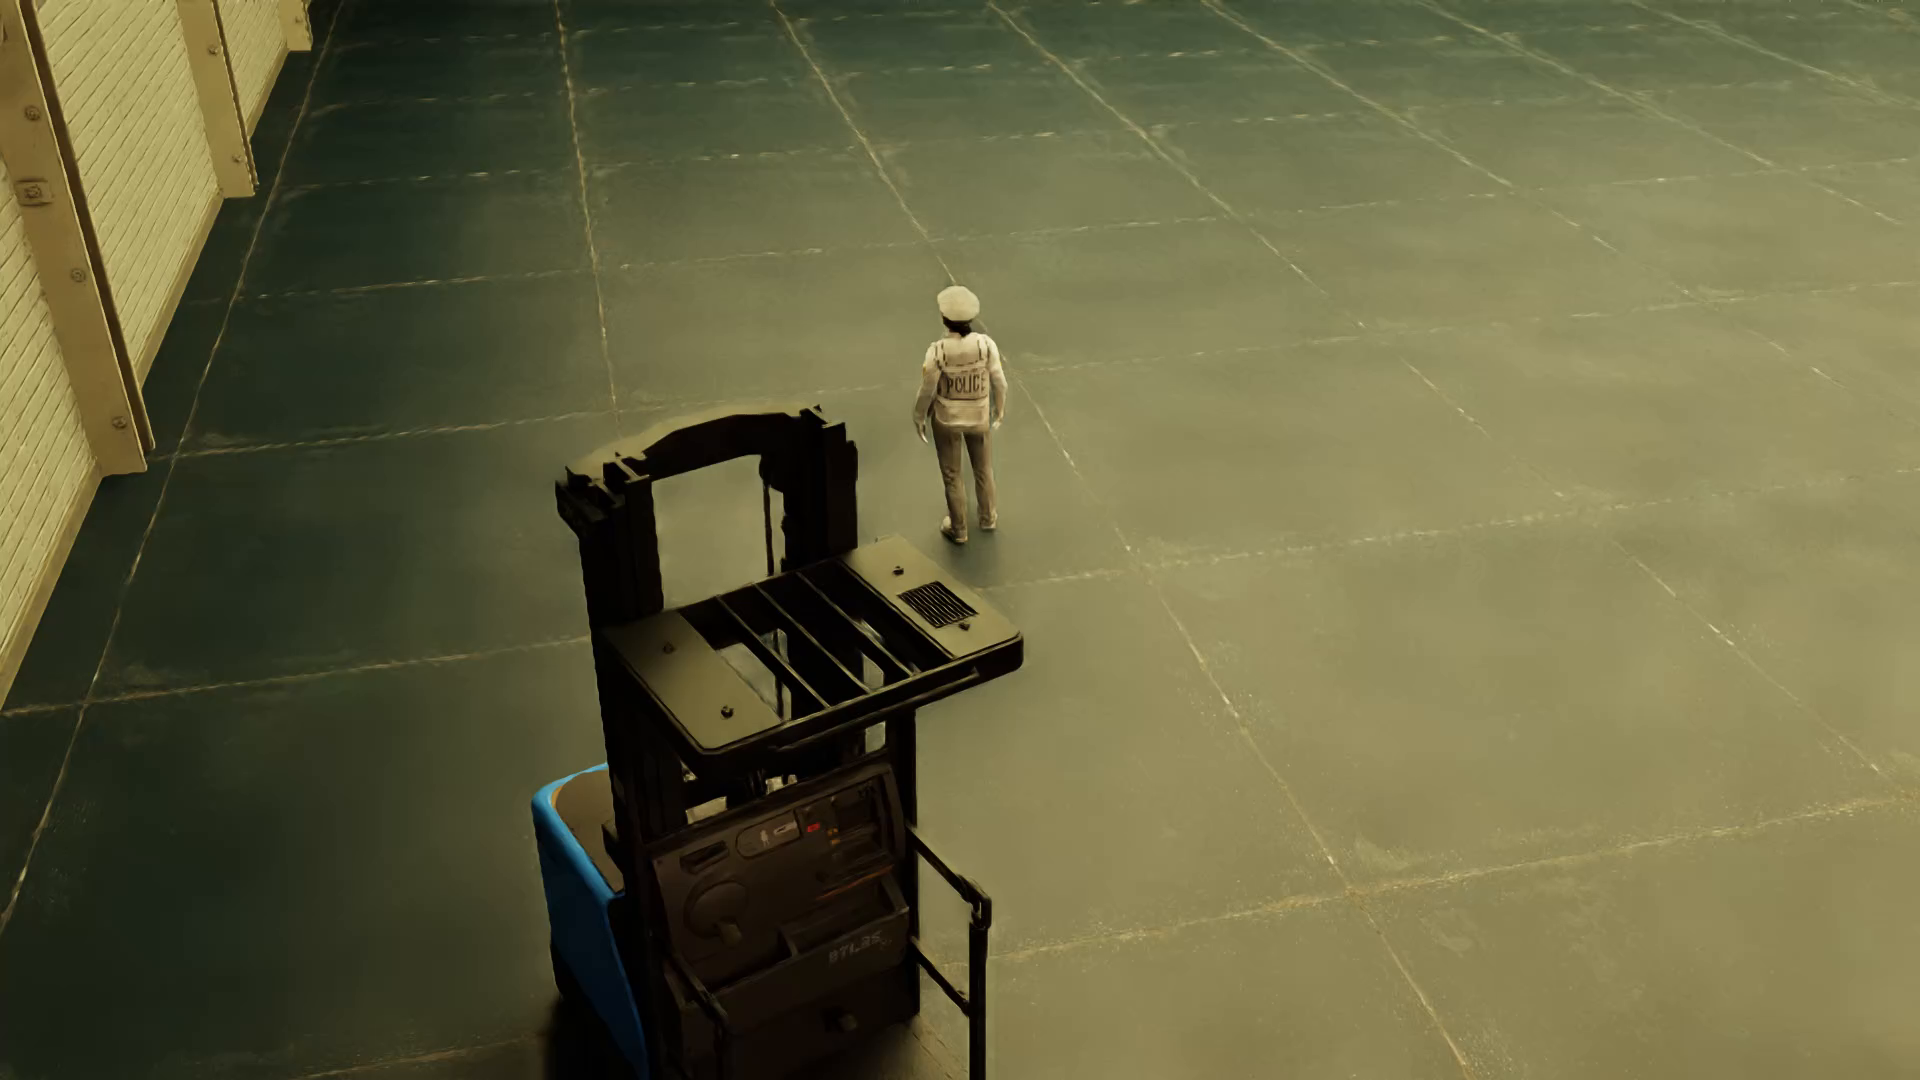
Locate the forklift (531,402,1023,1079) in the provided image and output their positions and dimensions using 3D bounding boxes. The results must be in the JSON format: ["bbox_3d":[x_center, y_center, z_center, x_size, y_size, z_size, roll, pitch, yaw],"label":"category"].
[{"bbox_3d":[-0.495,1.136,5.612,1.130,2.935,3.031,-18,35,-29],"label":"forklift"}]

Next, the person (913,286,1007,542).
[{"bbox_3d":[-0.009,-0.773,10.130,0.586,1.695,0.532,-7,31,-12],"label":"person"}]
